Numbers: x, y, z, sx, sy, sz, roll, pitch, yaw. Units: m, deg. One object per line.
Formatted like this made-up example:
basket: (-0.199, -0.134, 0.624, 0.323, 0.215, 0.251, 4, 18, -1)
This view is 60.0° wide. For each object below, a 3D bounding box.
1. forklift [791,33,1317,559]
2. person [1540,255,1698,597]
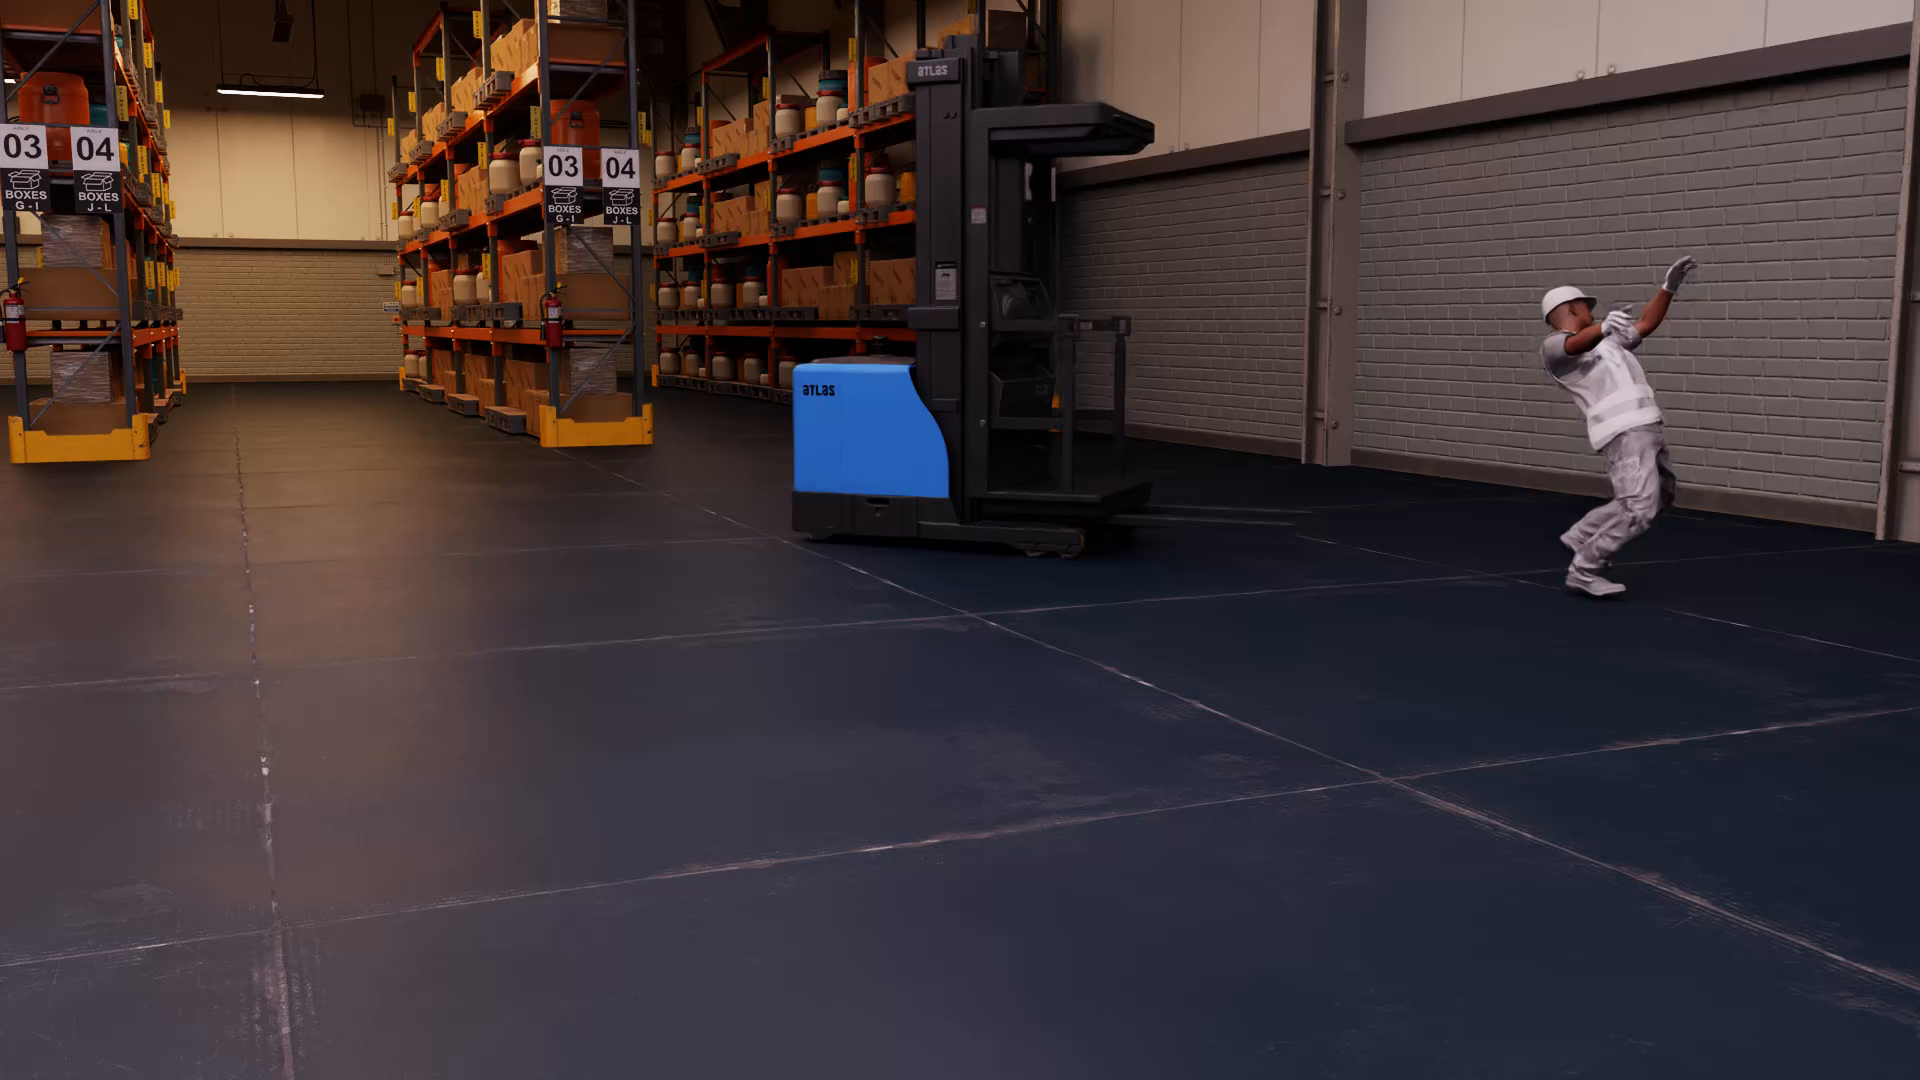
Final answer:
forklift: (0.546, -1.427, 9.764, 3.031, 2.935, 1.130, 3, 8, 22)
person: (3.060, -0.545, 7.957, 0.699, 1.626, 1.091, 4, 9, 30)
